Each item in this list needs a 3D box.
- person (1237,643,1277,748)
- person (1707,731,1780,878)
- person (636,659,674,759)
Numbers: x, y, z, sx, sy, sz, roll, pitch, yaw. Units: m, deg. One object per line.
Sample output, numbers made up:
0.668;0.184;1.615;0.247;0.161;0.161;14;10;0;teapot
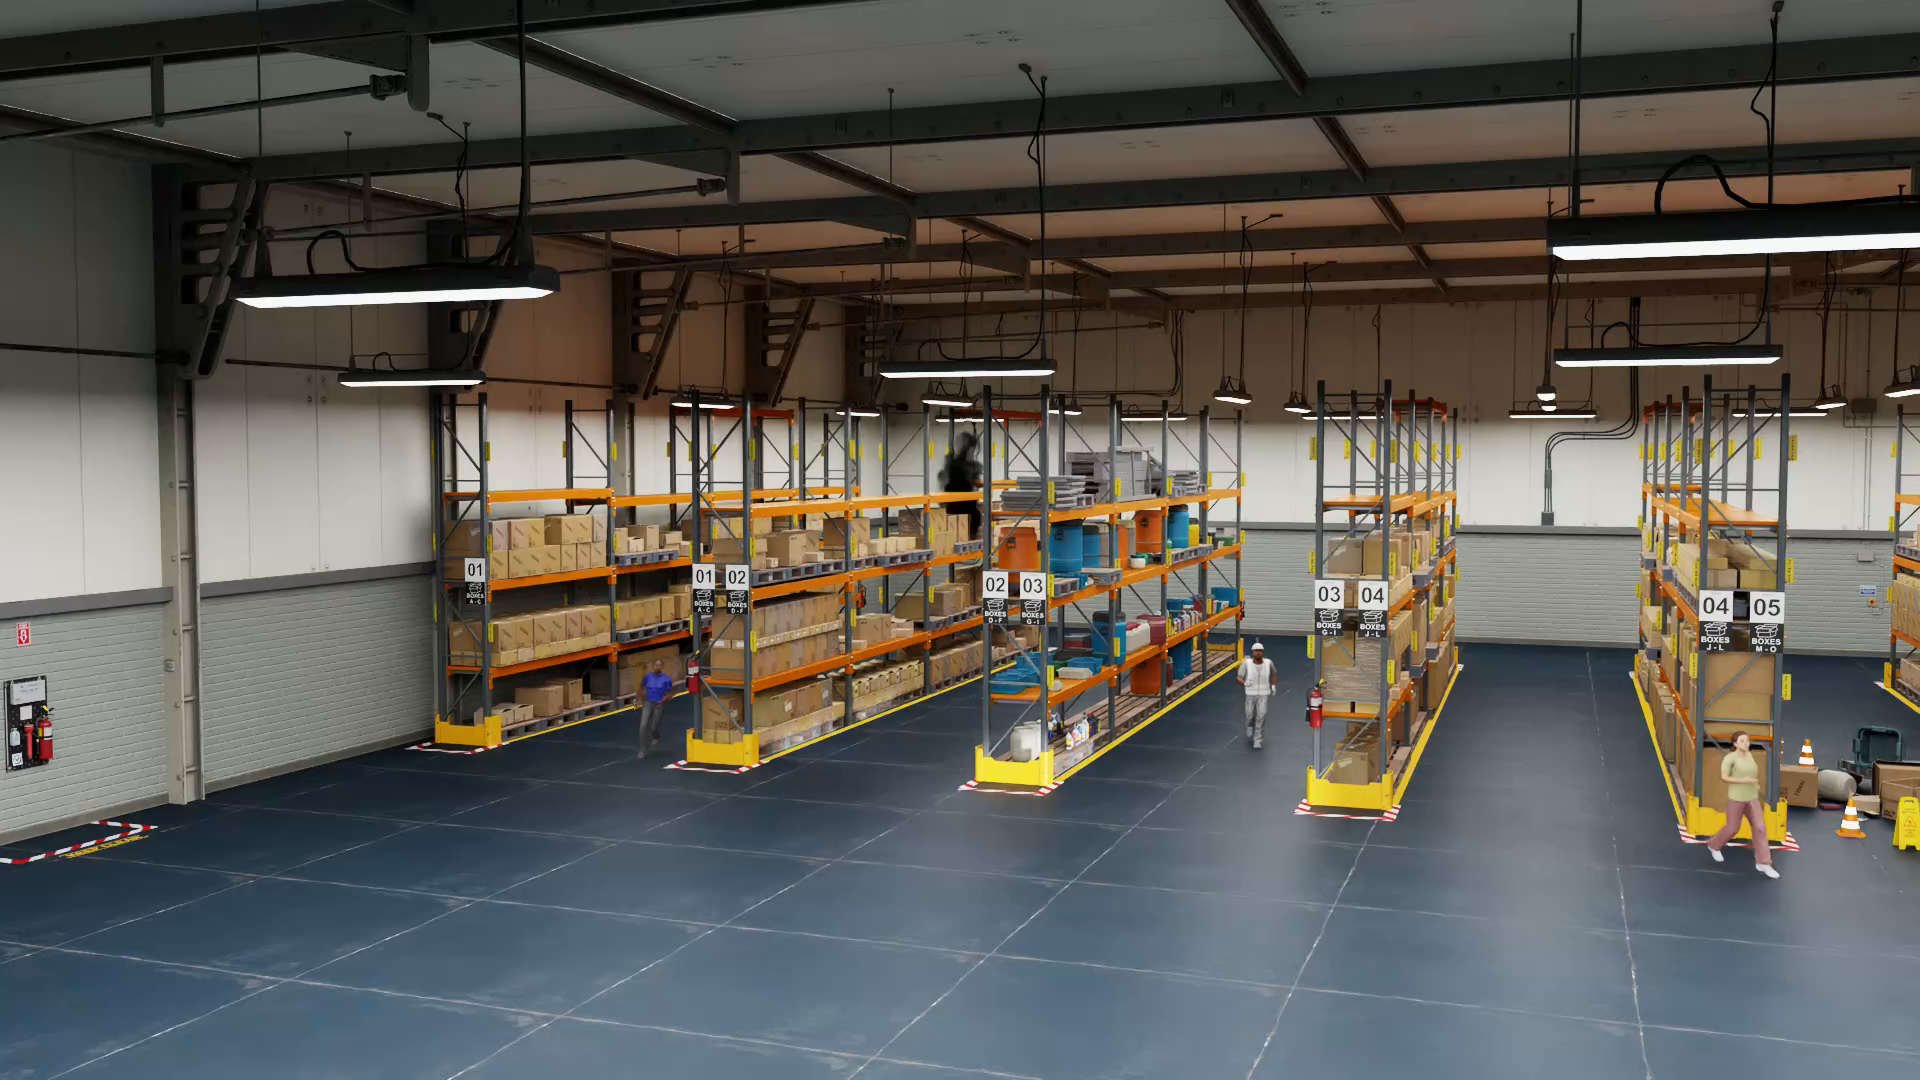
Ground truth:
5.044;2.619;28.226;0.691;1.750;0.764;0;3;6;person
9.320;3.094;19.777;0.581;1.646;1.020;-1;3;-14;person
-5.011;2.754;27.389;0.615;1.619;0.740;0;3;6;person
